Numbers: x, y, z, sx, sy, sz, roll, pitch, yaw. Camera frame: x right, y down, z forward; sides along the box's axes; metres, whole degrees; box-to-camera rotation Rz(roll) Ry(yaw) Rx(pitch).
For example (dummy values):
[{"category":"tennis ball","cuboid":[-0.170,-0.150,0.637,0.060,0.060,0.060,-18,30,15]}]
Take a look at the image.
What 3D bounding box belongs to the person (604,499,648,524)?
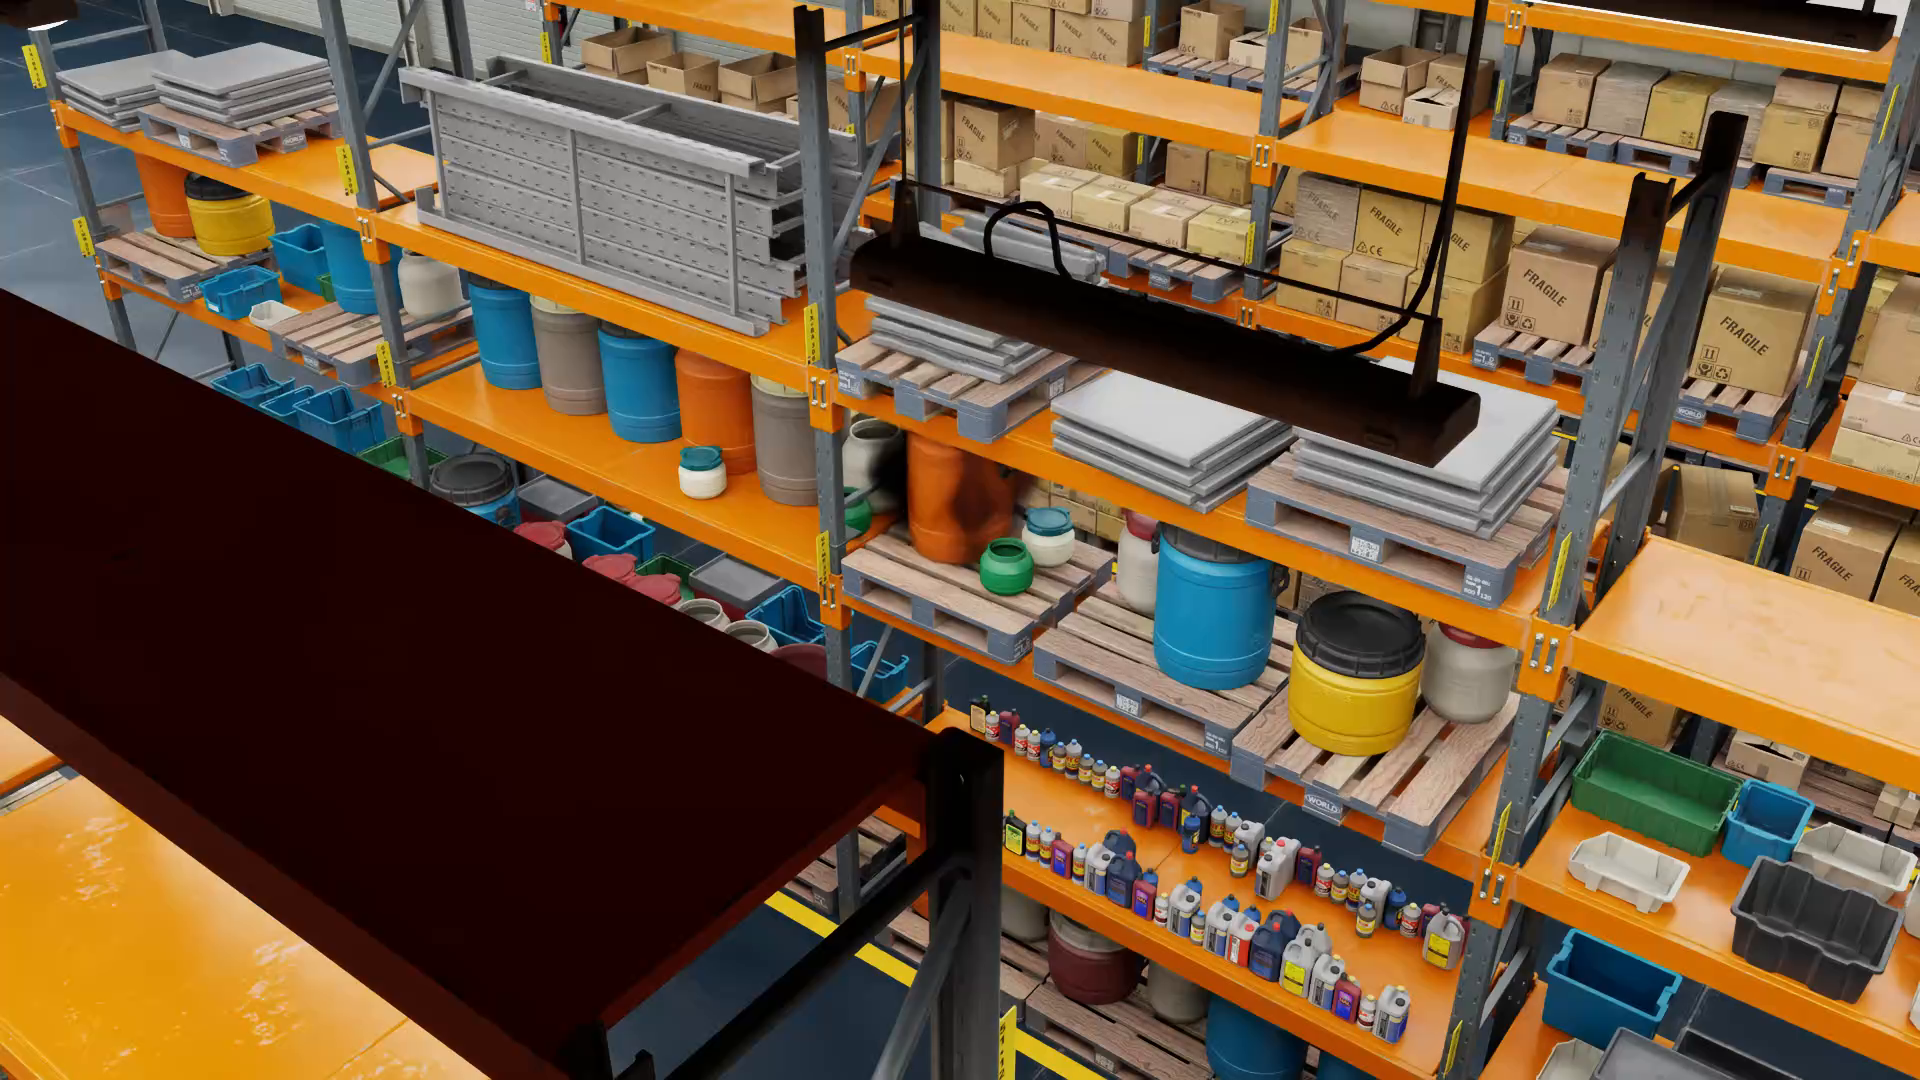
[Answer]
[{"category":"person","cuboid":[-2.855,-0.287,14.032,0.444,1.806,0.591,-25,39,-35]}]
